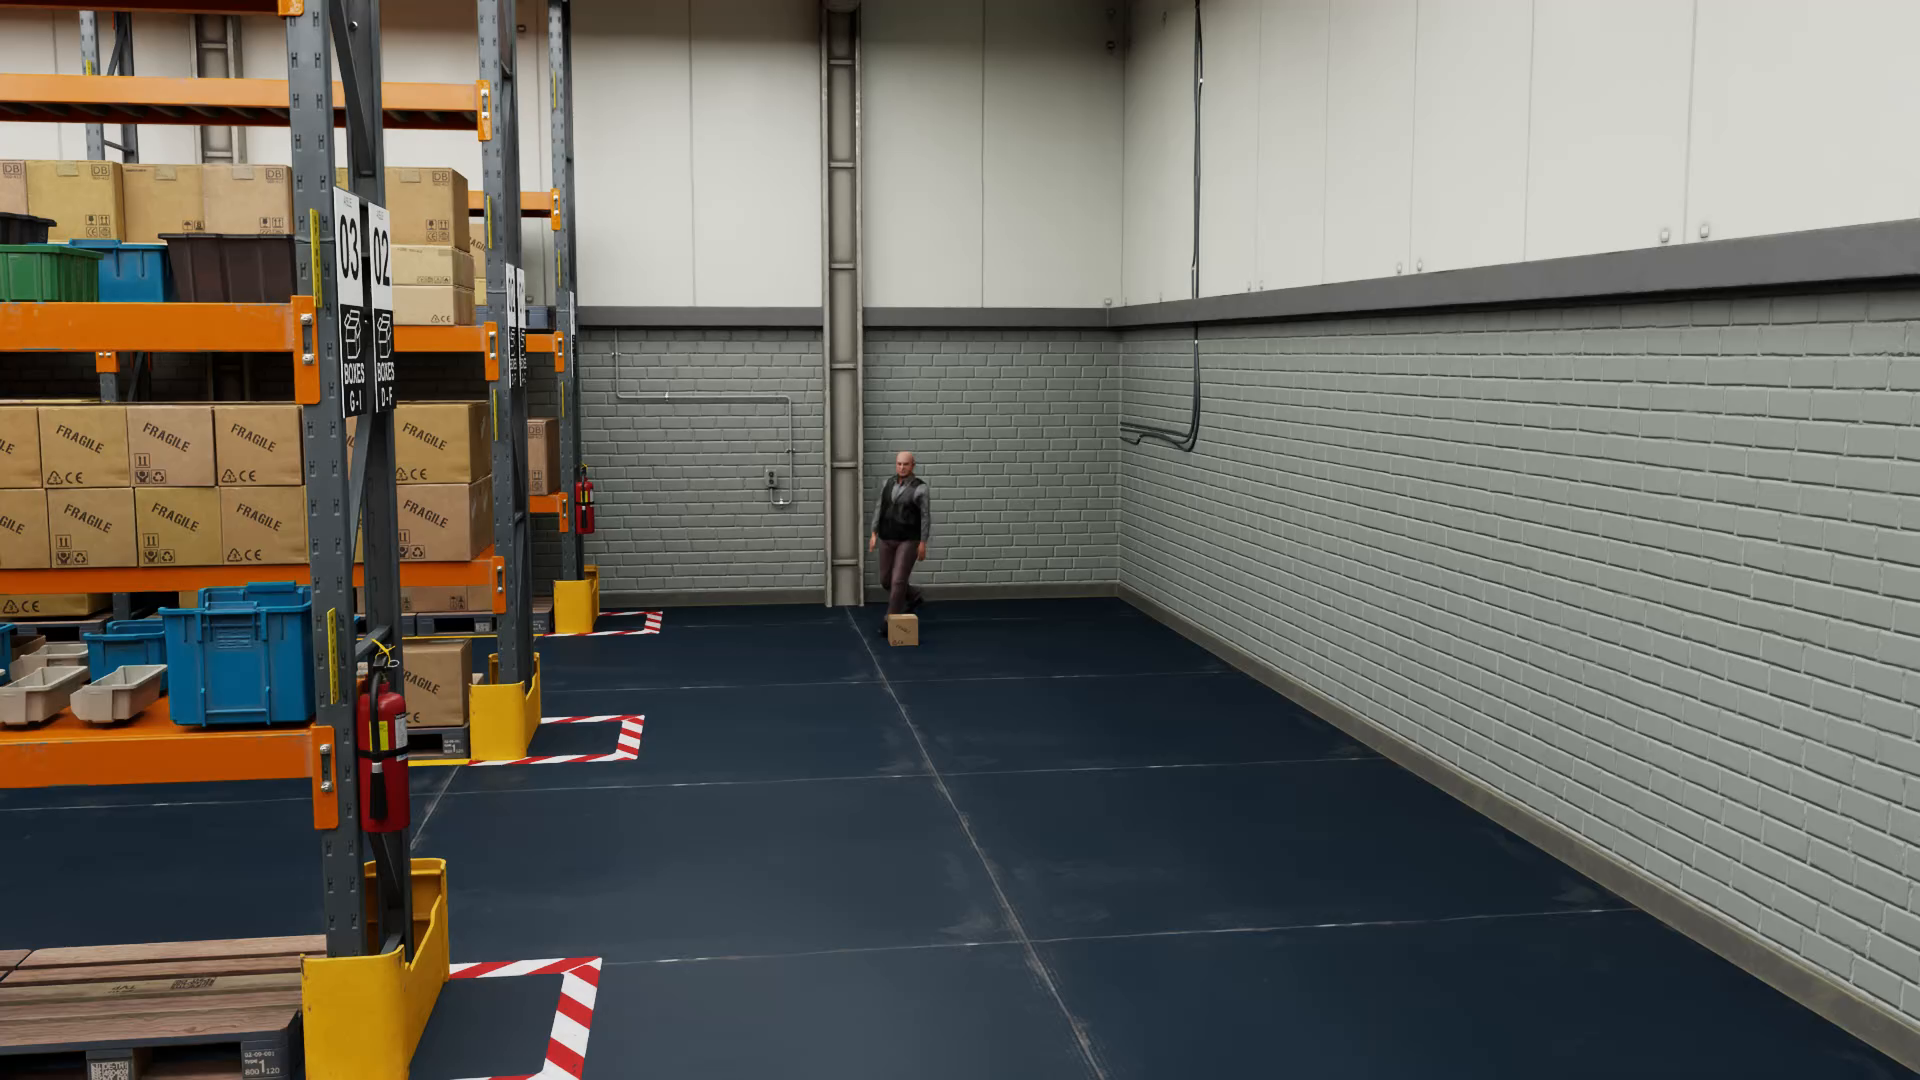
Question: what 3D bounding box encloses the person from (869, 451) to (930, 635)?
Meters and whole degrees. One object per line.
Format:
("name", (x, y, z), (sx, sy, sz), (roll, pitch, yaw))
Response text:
("person", (-0.544, 0.014, 15.693), (0.603, 1.712, 0.811), (4, 8, 31))
